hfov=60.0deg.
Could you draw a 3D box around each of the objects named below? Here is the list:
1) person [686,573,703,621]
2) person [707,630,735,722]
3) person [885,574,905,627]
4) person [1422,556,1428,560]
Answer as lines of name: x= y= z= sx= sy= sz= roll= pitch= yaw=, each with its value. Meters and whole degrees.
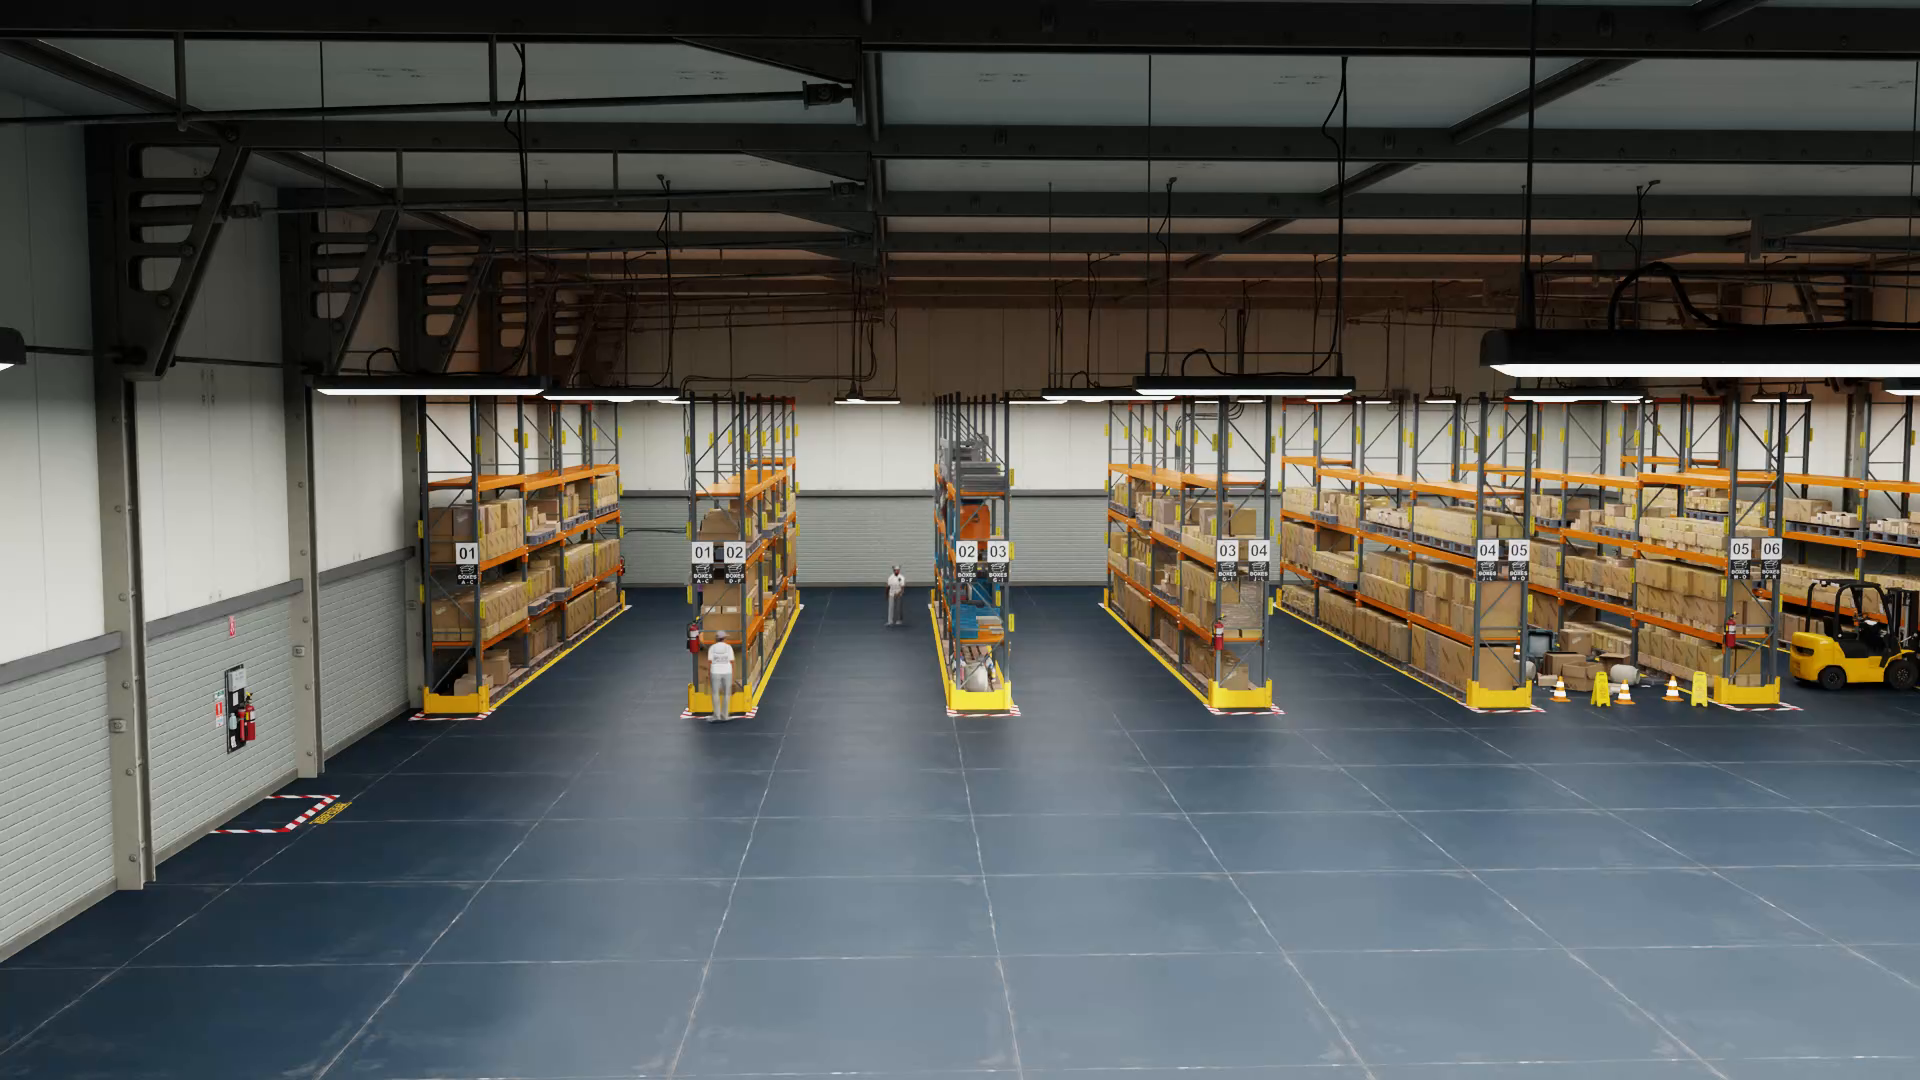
person: x=-7.016 y=1.401 z=44.396 sx=0.566 sy=1.590 sz=0.648 roll=0 pitch=5 yaw=0
person: x=-4.354 y=2.469 z=30.281 sx=0.519 sy=1.675 sz=0.416 roll=0 pitch=5 yaw=-2
person: x=-1.675 y=1.554 z=43.106 sx=0.493 sy=1.374 sz=1.059 roll=1 pitch=5 yaw=14
person: x=12.466 y=1.286 z=44.762 sx=0.411 sy=1.723 sz=0.582 roll=1 pitch=5 yaw=8
